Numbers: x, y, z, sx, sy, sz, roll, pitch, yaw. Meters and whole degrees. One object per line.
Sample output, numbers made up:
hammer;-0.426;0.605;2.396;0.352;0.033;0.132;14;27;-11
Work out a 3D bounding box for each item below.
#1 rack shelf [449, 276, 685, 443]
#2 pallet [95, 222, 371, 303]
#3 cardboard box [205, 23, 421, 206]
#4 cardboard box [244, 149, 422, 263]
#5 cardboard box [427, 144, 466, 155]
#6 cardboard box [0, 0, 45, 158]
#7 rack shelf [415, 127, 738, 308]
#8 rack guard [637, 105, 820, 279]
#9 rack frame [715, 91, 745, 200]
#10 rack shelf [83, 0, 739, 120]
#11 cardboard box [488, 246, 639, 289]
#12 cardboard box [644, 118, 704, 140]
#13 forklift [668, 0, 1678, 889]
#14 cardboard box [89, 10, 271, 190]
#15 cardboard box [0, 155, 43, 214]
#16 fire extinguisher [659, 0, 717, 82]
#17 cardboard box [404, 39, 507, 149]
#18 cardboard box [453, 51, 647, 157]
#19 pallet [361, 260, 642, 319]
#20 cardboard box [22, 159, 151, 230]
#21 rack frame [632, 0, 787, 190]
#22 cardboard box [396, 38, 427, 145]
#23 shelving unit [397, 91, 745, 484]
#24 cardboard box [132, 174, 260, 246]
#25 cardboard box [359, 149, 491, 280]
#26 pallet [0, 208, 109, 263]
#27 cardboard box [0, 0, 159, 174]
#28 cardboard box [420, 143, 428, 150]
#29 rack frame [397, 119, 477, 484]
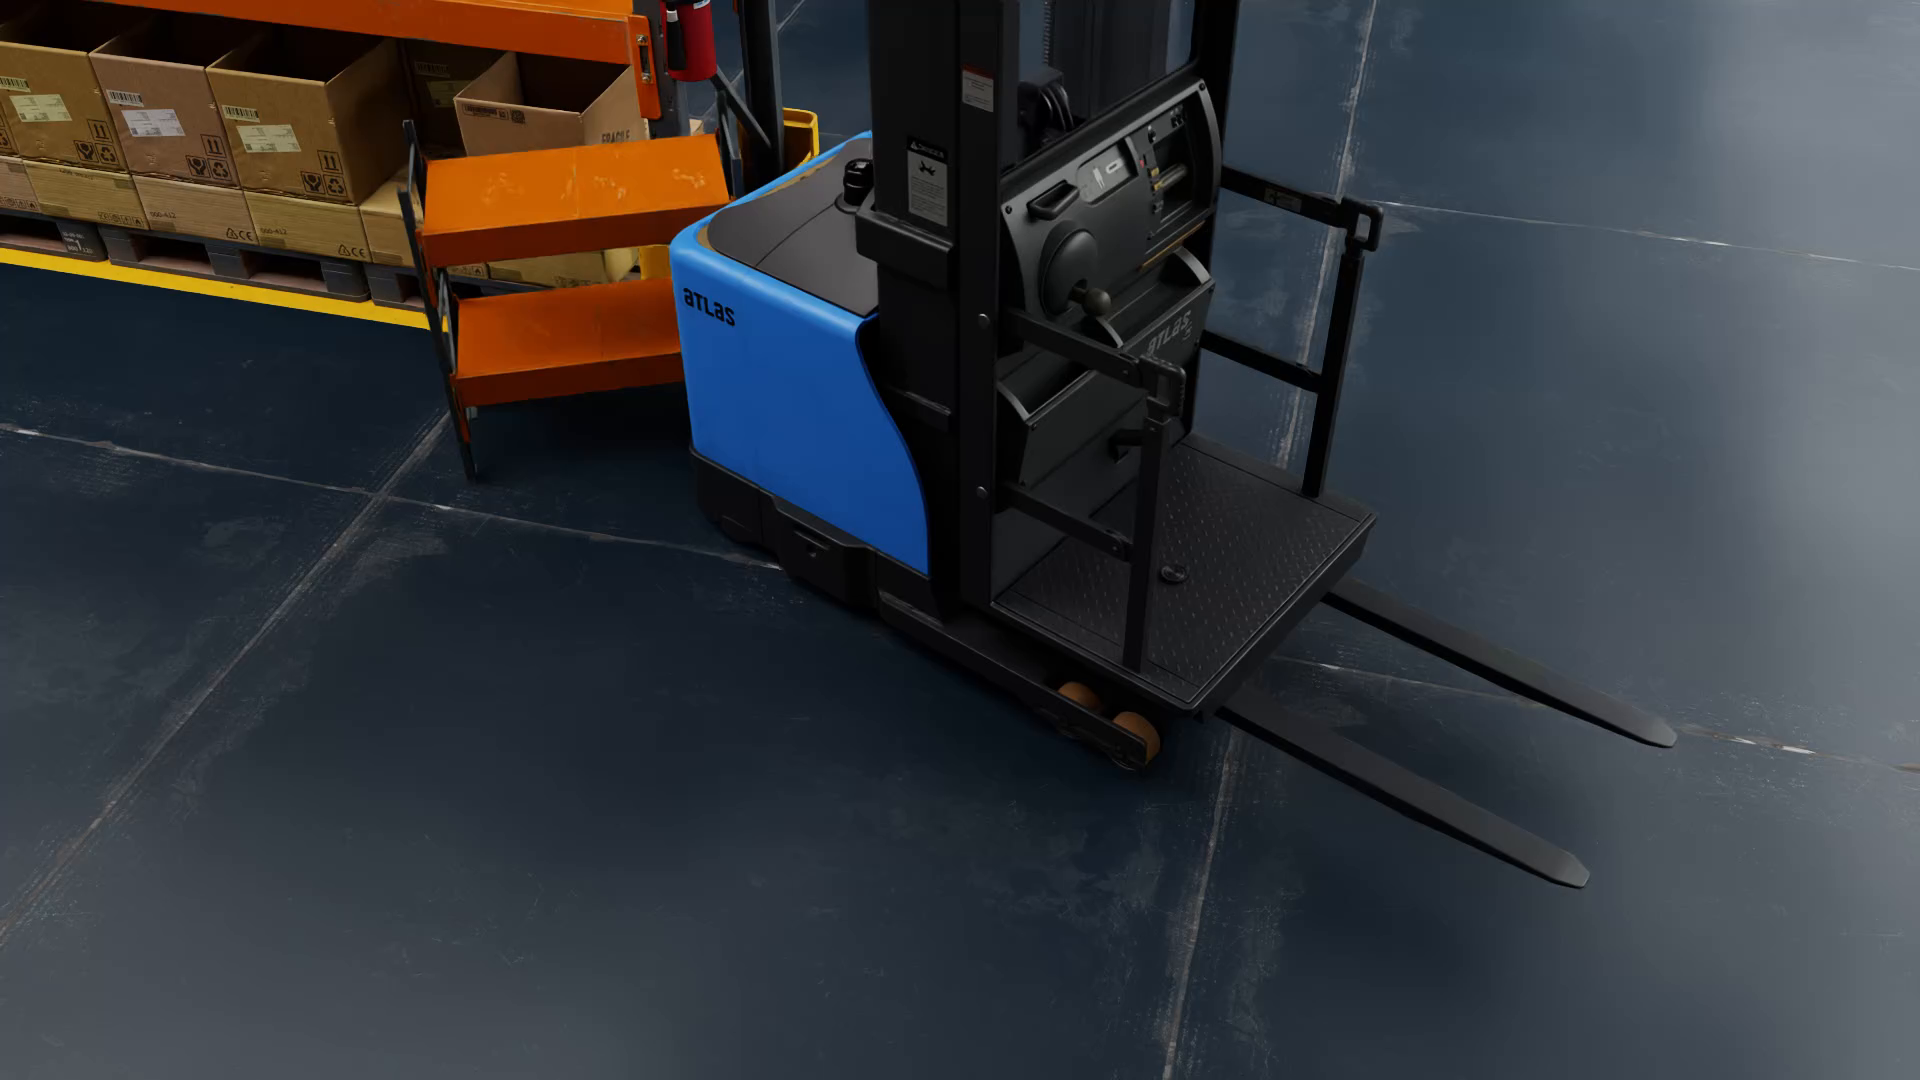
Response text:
rack shelf;-1.251;-0.665;5.842;1.000;0.278;0.538;-8;41;-9
pallet;-2.836;-1.438;7.092;1.213;0.211;1.003;10;41;11
cardboard box;-2.476;-1.657;6.413;0.500;0.500;0.500;10;41;11
cardboard box;-2.475;-1.372;6.657;0.500;0.250;0.500;10;41;11
cardboard box;-1.856;-1.617;6.948;0.500;0.250;0.500;10;41;11
cardboard box;-3.923;-1.911;6.715;0.500;0.500;0.500;10;41;11
rack shelf;-1.251;-1.077;5.496;1.000;0.278;0.538;-8;41;-9
rack guard;-0.888;-1.240;6.631;0.348;0.500;1.175;10;41;11
rack frame;-0.754;-0.922;5.767;0.032;1.125;0.500;-8;41;-9
rack shelf;-2.844;-2.258;6.459;4.000;0.370;1.077;10;41;11
cardboard box;-1.506;-1.214;6.469;0.500;0.250;0.500;10;41;11
cardboard box;-1.372;-1.536;6.852;0.500;0.250;0.500;10;41;11
forklift;0.579;-0.853;4.281;3.031;2.935;1.130;27;47;28
cardboard box;-2.959;-1.741;6.513;0.500;0.500;0.500;10;41;11
cardboard box;-3.924;-1.622;6.954;0.500;0.250;0.500;10;41;11
fire extinguisher;-0.917;-1.863;5.490;0.183;0.674;0.296;10;41;11
cardboard box;-1.856;-1.905;6.708;0.500;0.500;0.500;10;41;11
cardboard box;-1.506;-1.500;6.226;0.500;0.500;0.500;10;41;11
pallet;-1.661;-1.234;6.849;1.213;0.211;1.003;10;41;11
cardboard box;-3.443;-1.536;6.851;0.500;0.250;0.500;10;41;11
rack frame;-0.911;-2.201;5.832;0.127;3.000;1.000;10;41;11
cardboard box;-2.342;-1.980;6.798;0.500;0.500;0.500;10;41;11
shelving unit;-1.251;-0.853;5.684;1.048;1.125;0.538;-8;41;-9
cardboard box;-2.958;-1.456;6.757;0.500;0.250;0.500;10;41;11
cardboard box;-1.992;-1.290;6.559;0.500;0.250;0.500;10;41;11
pallet;-4.018;-1.640;7.332;1.213;0.211;1.003;10;41;11
cardboard box;-3.442;-1.823;6.611;0.500;0.500;0.500;10;41;11
cardboard box;-2.339;-1.700;7.048;0.500;0.250;0.500;10;41;11
rack frame;-1.748;-0.783;5.602;0.032;1.125;0.500;-8;41;-9
